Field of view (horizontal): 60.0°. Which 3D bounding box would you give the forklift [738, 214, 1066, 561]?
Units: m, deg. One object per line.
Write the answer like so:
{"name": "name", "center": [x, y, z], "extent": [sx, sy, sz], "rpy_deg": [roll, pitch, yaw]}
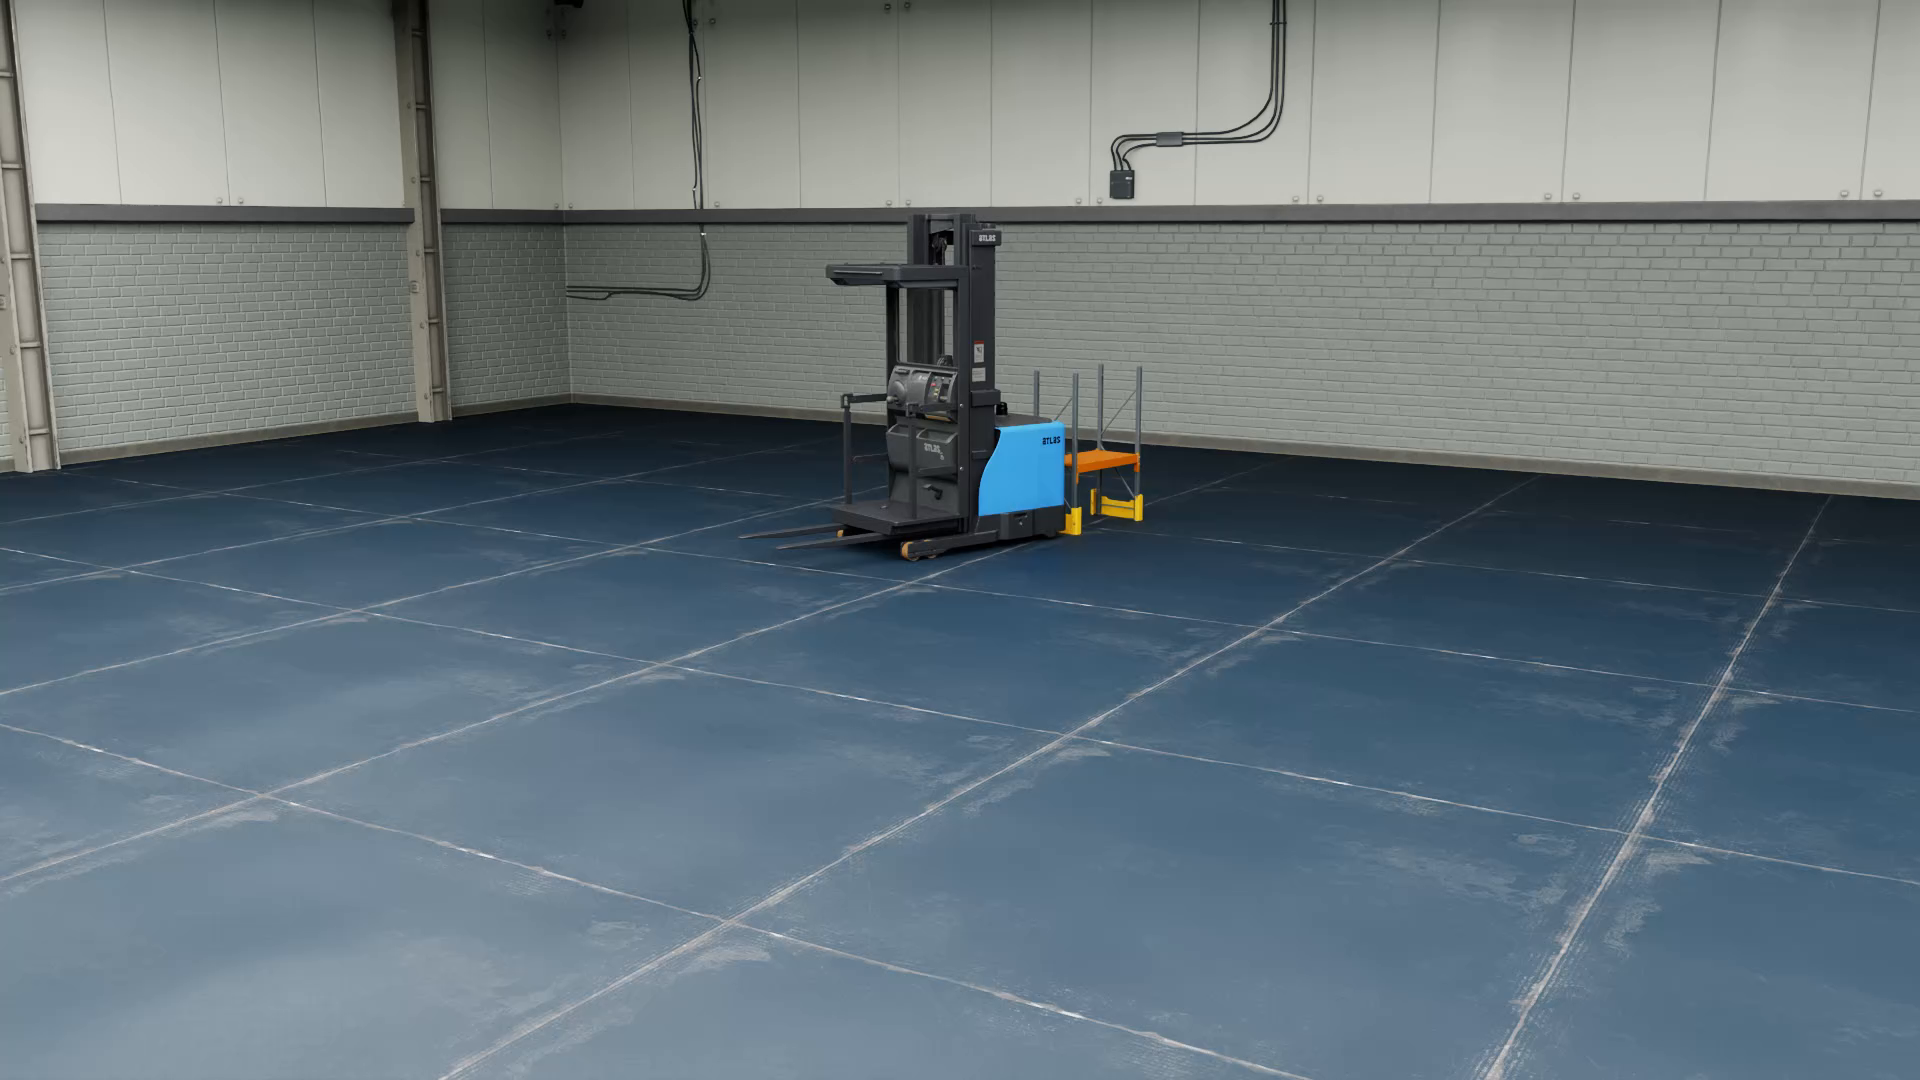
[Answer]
{"name": "forklift", "center": [-0.499, -1.370, 14.601], "extent": [3.031, 2.935, 1.130], "rpy_deg": [-8, 13, -37]}

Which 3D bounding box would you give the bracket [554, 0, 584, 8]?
{"name": "bracket", "center": [-6.065, -8.374, 25.745], "extent": [0.235, 0.232, 0.430], "rpy_deg": [6, 12, 31]}

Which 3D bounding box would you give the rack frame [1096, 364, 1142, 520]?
{"name": "rack frame", "center": [1.559, -0.965, 16.331], "extent": [0.500, 1.500, 0.032], "rpy_deg": [9, 14, 40]}

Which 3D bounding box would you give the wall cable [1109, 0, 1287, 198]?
{"name": "wall cable", "center": [2.951, -7.300, 20.547], "extent": [2.305, 6.003, 0.169], "rpy_deg": [6, 12, 31]}

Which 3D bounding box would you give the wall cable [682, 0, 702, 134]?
{"name": "wall cable", "center": [-2.843, -7.236, 24.159], "extent": [3.097, 2.526, 0.112], "rpy_deg": [6, 12, 31]}

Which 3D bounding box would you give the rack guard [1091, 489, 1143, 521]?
{"name": "rack guard", "center": [1.546, -0.348, 16.432], "extent": [0.587, 0.250, 0.087], "rpy_deg": [9, 14, 40]}

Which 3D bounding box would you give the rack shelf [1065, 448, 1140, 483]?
{"name": "rack shelf", "center": [1.225, -0.718, 15.987], "extent": [0.538, 0.185, 1.000], "rpy_deg": [9, 14, 40]}

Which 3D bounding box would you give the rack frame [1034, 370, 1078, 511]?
{"name": "rack frame", "center": [0.891, -0.824, 15.577], "extent": [0.500, 1.500, 0.032], "rpy_deg": [9, 14, 40]}

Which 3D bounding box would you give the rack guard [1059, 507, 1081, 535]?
{"name": "rack guard", "center": [0.892, -0.210, 15.693], "extent": [0.587, 0.250, 0.087], "rpy_deg": [9, 14, 40]}

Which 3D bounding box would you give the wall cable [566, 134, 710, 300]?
{"name": "wall cable", "center": [-5.155, -5.012, 26.004], "extent": [3.097, 2.526, 0.112], "rpy_deg": [6, 12, 31]}

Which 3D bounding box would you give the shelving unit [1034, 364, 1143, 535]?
{"name": "shelving unit", "center": [1.219, -0.894, 15.948], "extent": [0.587, 1.500, 1.083], "rpy_deg": [9, 14, 40]}

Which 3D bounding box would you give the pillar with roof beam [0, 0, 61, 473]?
{"name": "pillar with roof beam", "center": [-7.250, -4.846, 16.681], "extent": [9.100, 9.000, 0.400], "rpy_deg": [6, 12, 31]}

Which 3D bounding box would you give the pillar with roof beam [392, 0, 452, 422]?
{"name": "pillar with roof beam", "center": [-4.135, -5.790, 21.721], "extent": [9.100, 9.000, 0.548], "rpy_deg": [6, 12, 31]}
